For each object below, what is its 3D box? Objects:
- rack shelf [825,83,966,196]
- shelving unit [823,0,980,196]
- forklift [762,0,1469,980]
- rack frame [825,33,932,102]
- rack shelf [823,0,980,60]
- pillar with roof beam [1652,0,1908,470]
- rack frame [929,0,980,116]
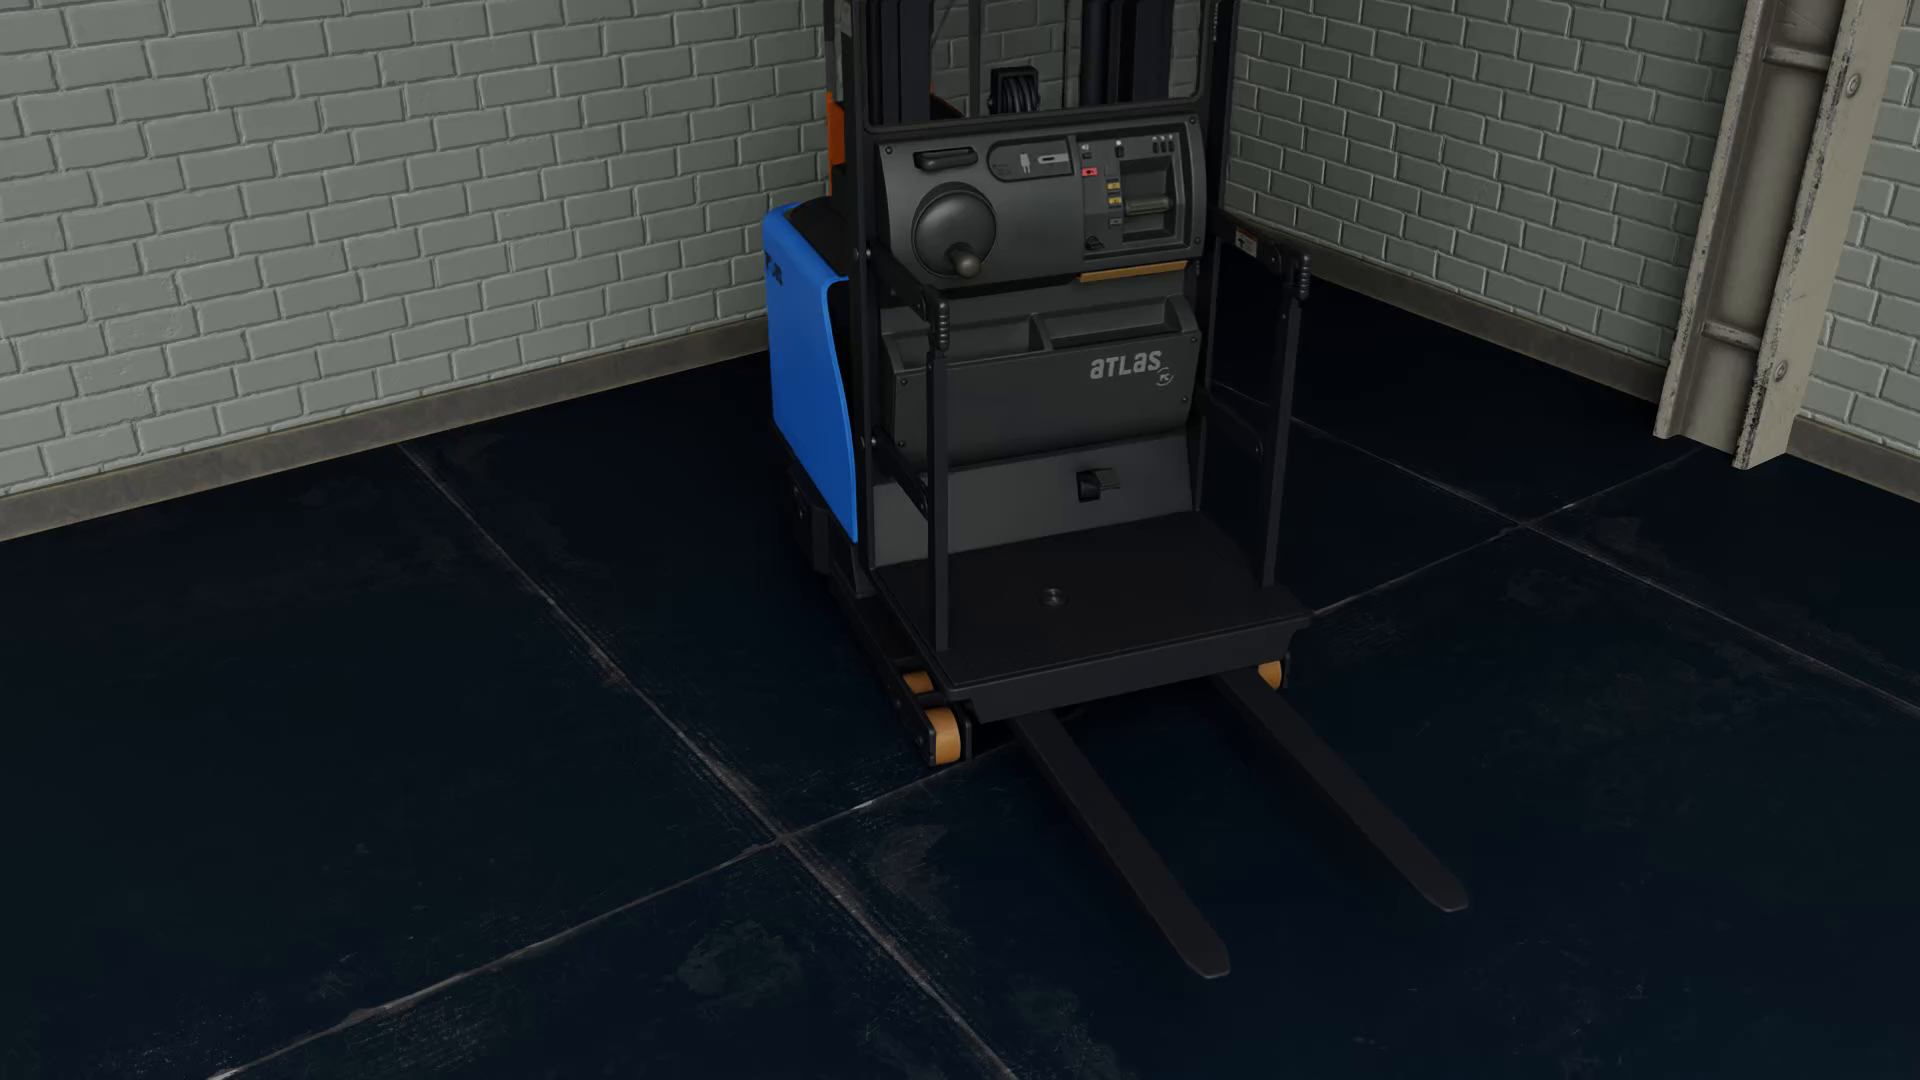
[{"bbox_3d":[-0.209,-1.323,6.015,0.431,0.518,0.480,-10,30,-18],"label":"rack shelf"},{"bbox_3d":[-0.209,-1.335,6.008,0.431,2.100,0.503,-10,30,-18],"label":"shelving unit"},{"bbox_3d":[0.312,-0.887,4.311,1.130,2.935,3.031,-10,30,-18],"label":"forklift"},{"bbox_3d":[-0.294,-1.444,6.209,0.400,2.100,0.015,-10,30,-18],"label":"rack frame"},{"bbox_3d":[-0.209,-1.938,5.681,0.431,0.518,0.480,-10,30,-18],"label":"rack shelf"},{"bbox_3d":[-0.559,-3.143,2.108,9.100,9.000,0.400,-19,34,-31],"label":"pillar with roof beam"},{"bbox_3d":[-0.124,-1.226,5.807,0.400,2.100,0.015,-10,30,-18],"label":"rack frame"}]
